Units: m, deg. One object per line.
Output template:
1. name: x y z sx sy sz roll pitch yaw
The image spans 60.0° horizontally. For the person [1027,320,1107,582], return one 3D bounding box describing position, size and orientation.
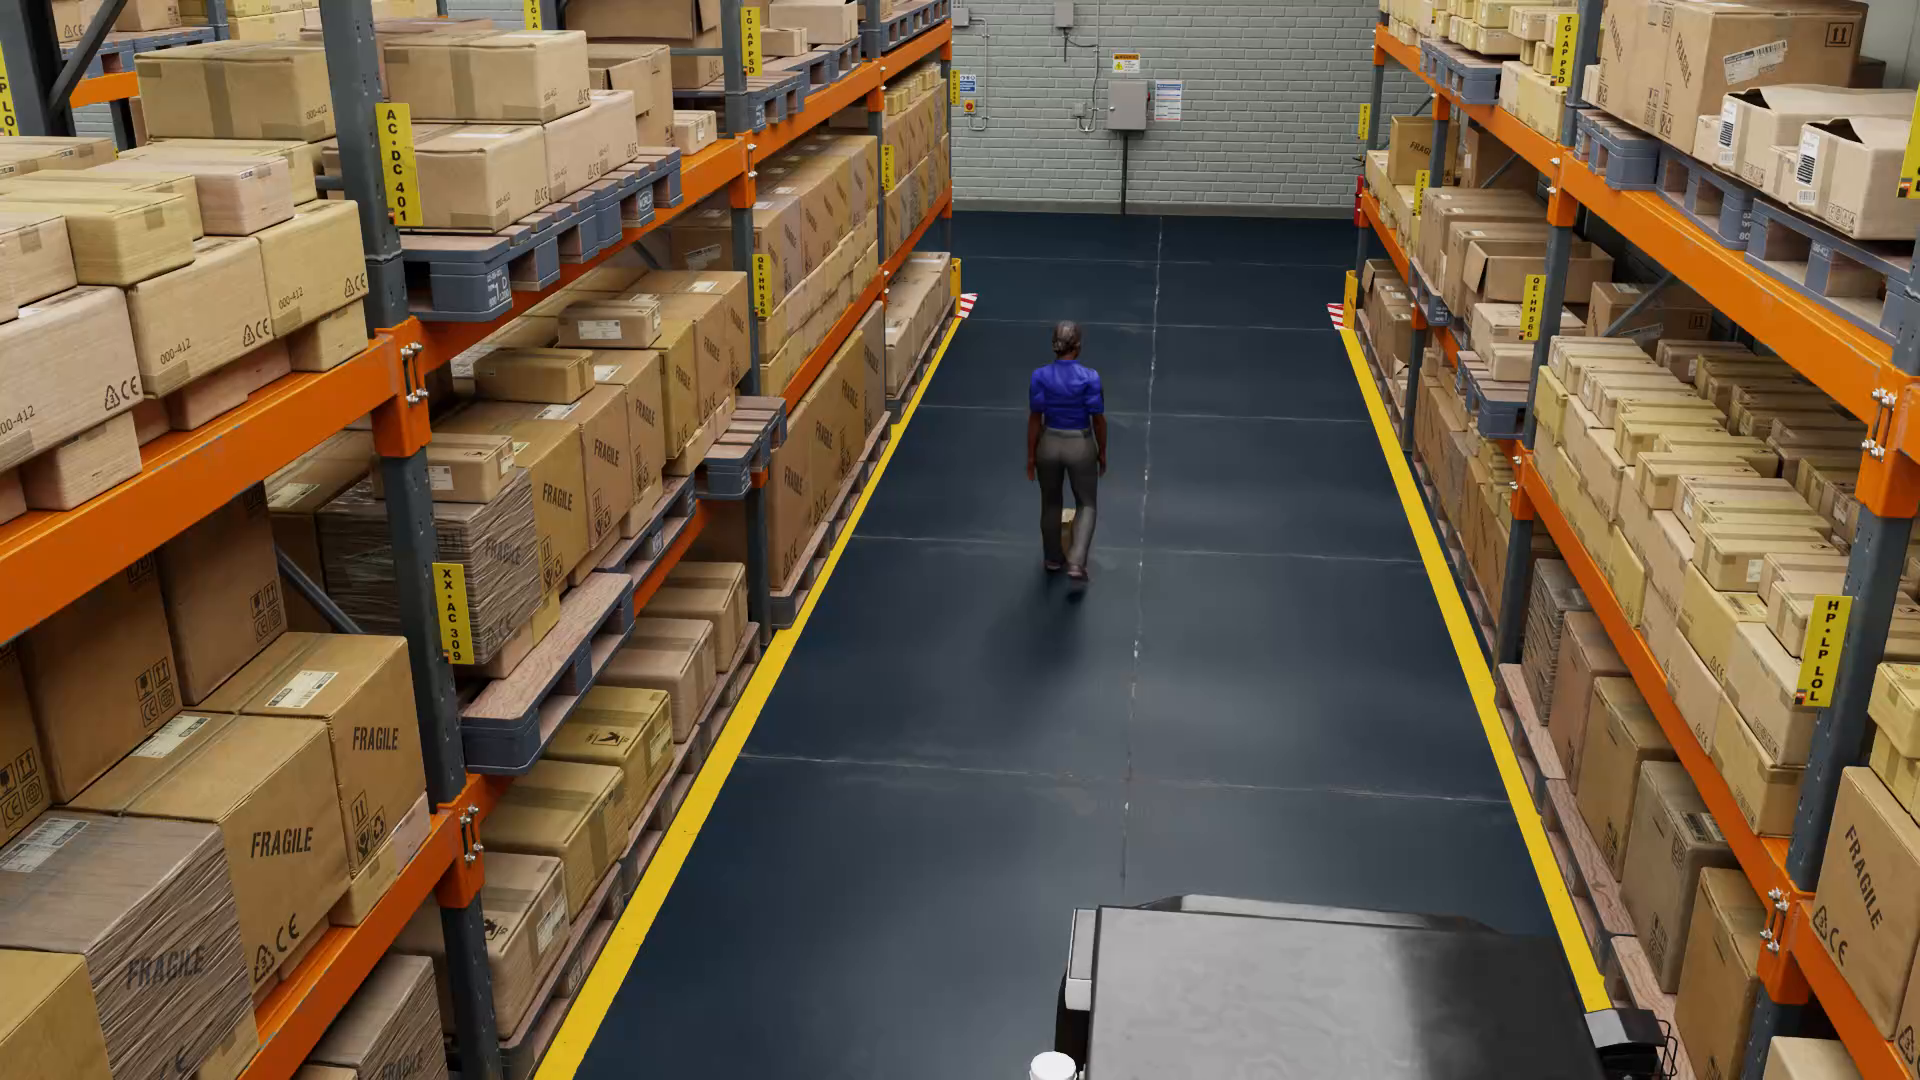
1. person: 0.643 -0.529 9.935 0.471 1.637 0.752 5 22 12
